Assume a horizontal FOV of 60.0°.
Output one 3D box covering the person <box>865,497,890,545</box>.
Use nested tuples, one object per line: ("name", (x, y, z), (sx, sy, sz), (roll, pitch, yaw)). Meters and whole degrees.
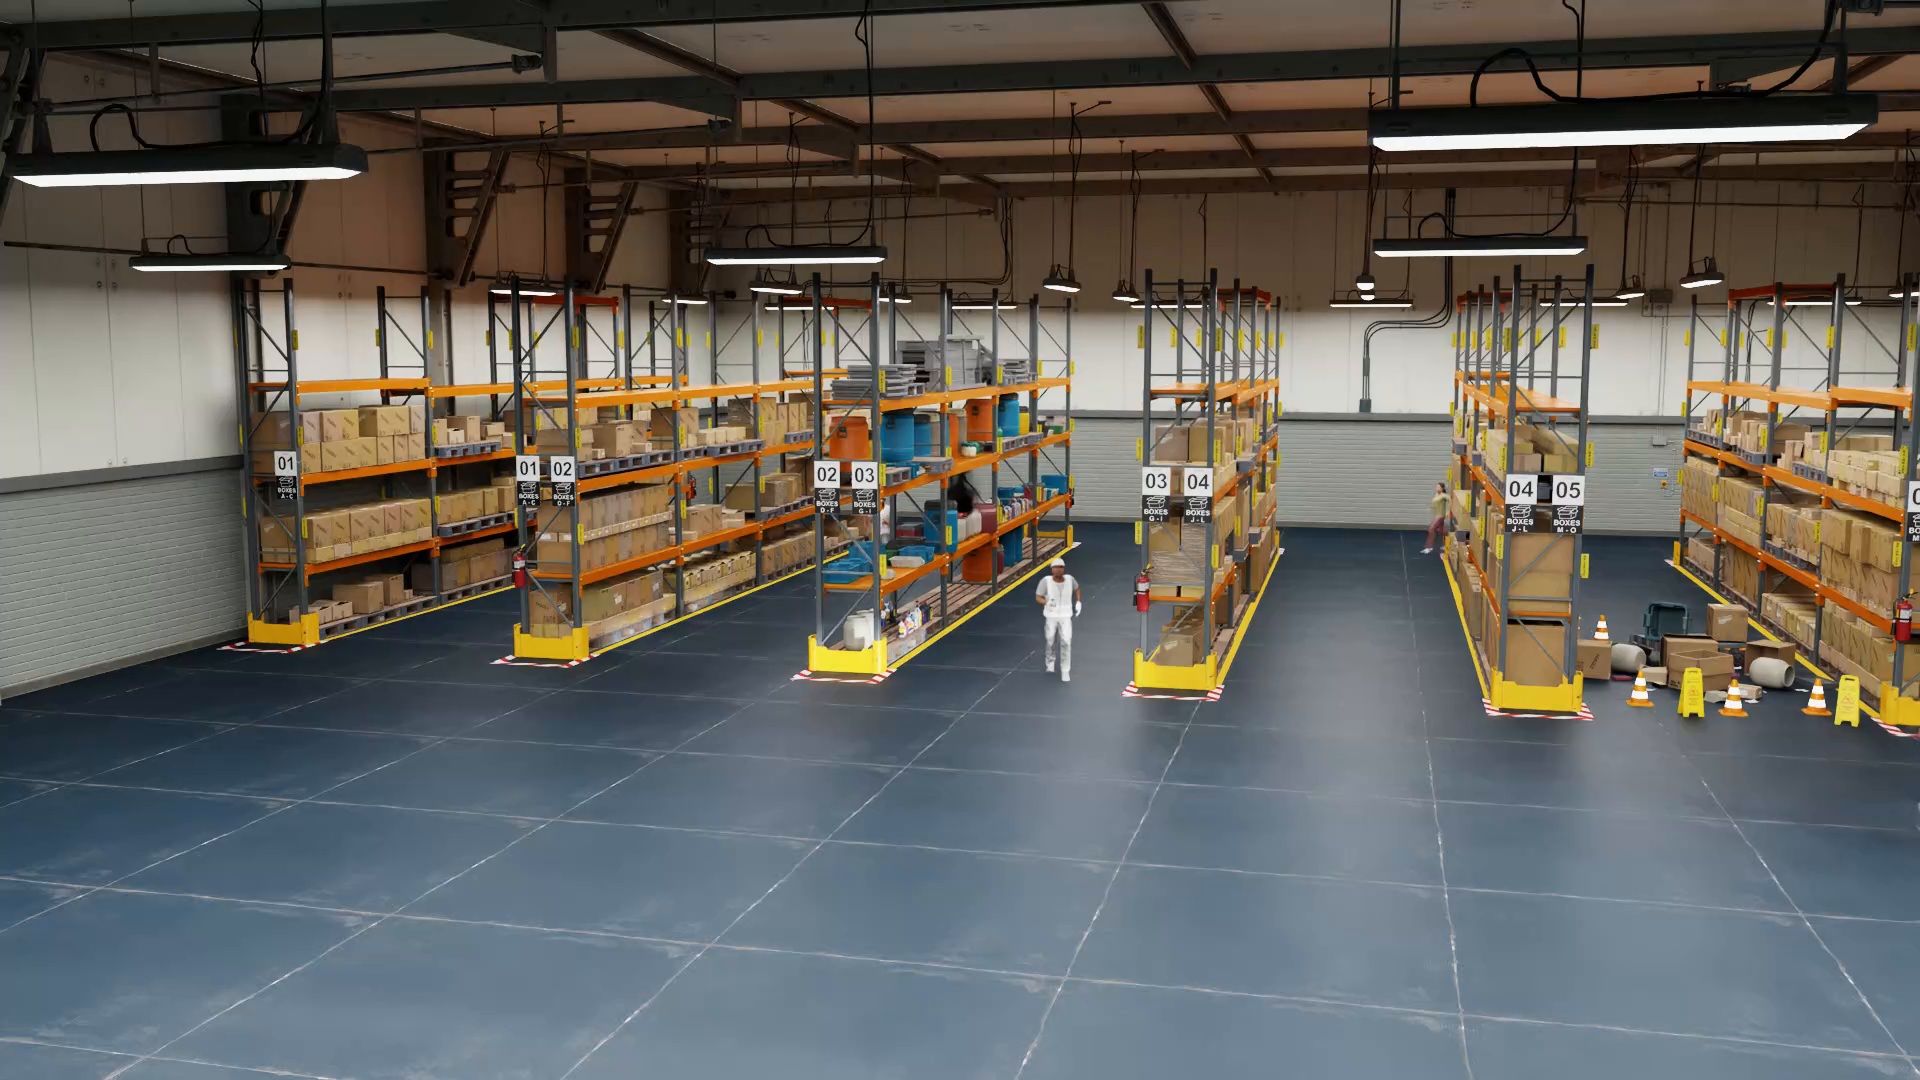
("person", (-1.715, -0.140, 35.653), (0.672, 1.785, 0.720), (0, 7, 0))

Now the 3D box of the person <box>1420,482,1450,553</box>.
("person", (11.306, -0.521, 39.151), (0.845, 1.698, 0.623), (-1, 7, -8))

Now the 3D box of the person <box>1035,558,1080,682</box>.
("person", (1.458, 1.187, 24.646), (0.701, 1.867, 0.766), (0, 7, -3))
